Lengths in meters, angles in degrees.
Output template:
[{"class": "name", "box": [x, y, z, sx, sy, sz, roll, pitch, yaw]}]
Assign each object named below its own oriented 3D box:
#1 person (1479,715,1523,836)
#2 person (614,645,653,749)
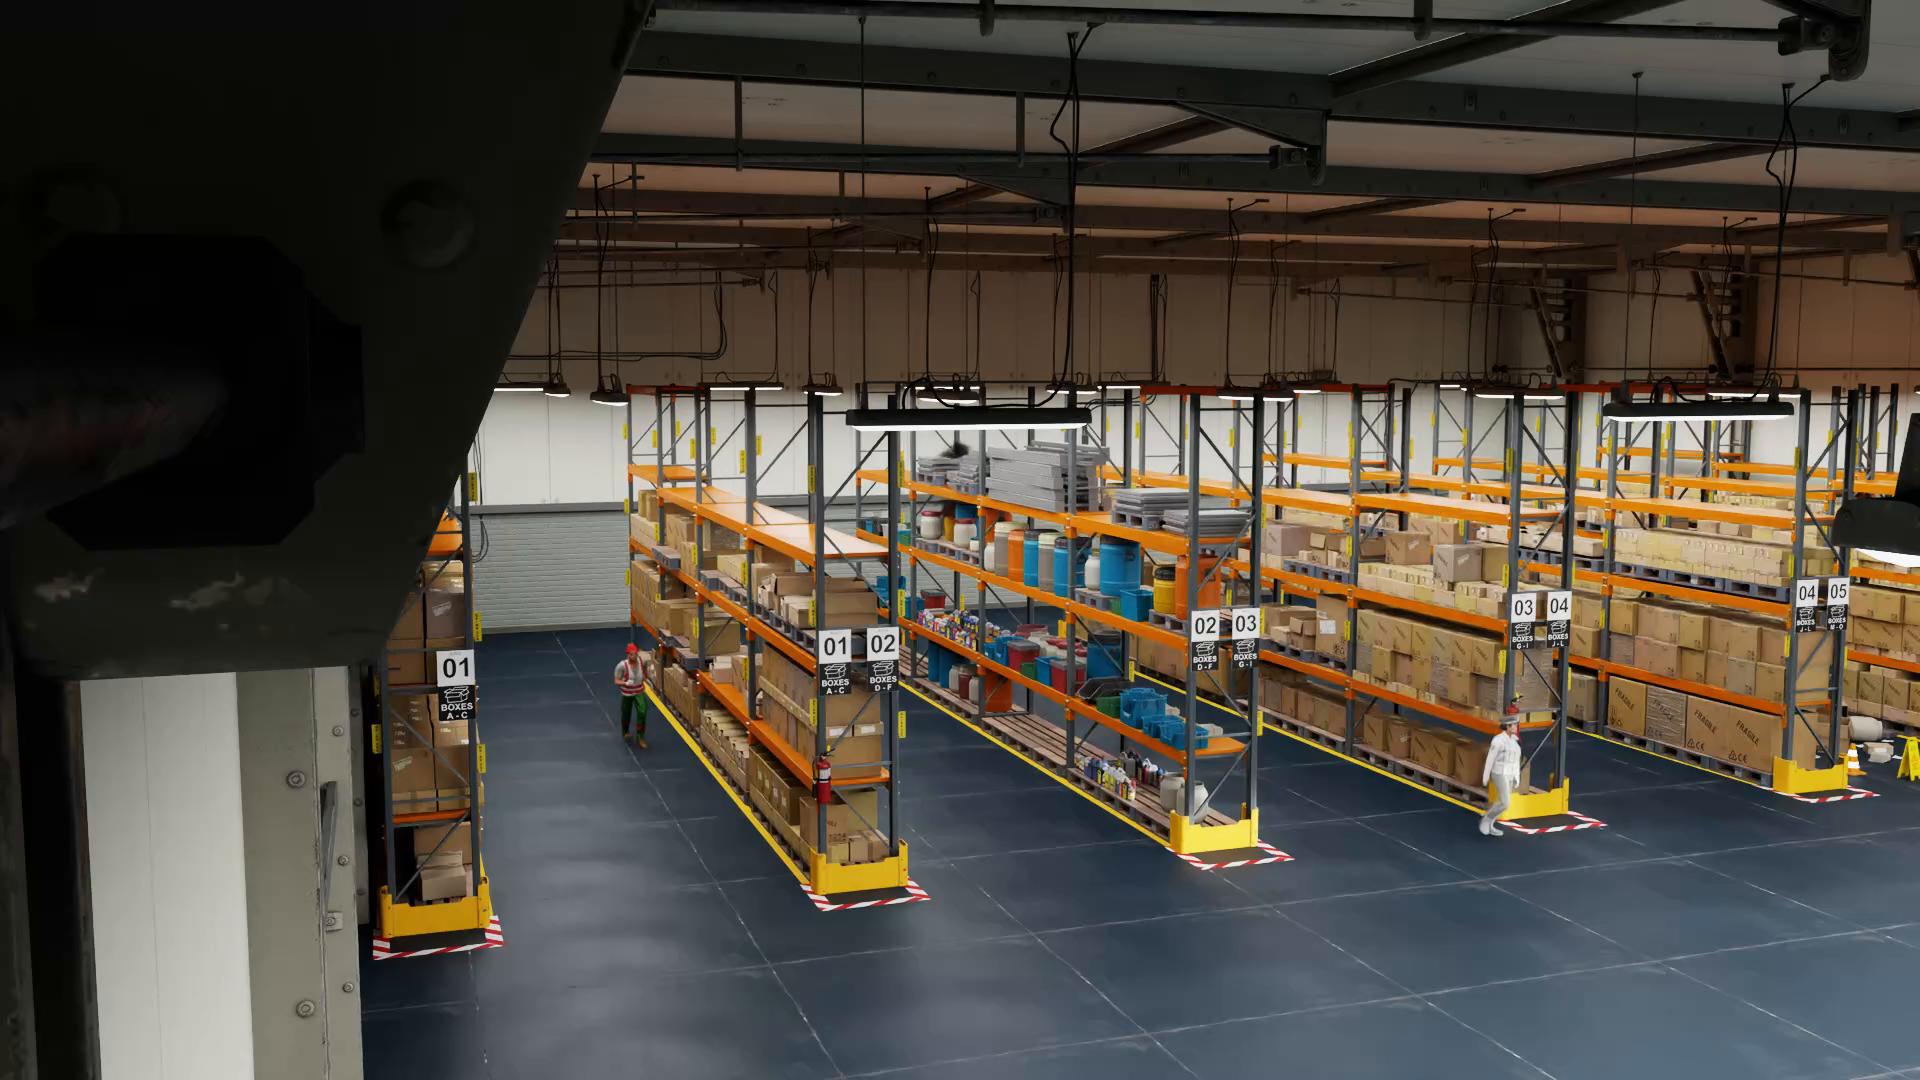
[{"class": "person", "box": [7.303, 3.175, 22.435, 0.598, 1.661, 0.446, -5, 7, -38]}, {"class": "person", "box": [-5.468, 2.589, 27.863, 0.682, 1.753, 0.995, -2, 6, -21]}]
